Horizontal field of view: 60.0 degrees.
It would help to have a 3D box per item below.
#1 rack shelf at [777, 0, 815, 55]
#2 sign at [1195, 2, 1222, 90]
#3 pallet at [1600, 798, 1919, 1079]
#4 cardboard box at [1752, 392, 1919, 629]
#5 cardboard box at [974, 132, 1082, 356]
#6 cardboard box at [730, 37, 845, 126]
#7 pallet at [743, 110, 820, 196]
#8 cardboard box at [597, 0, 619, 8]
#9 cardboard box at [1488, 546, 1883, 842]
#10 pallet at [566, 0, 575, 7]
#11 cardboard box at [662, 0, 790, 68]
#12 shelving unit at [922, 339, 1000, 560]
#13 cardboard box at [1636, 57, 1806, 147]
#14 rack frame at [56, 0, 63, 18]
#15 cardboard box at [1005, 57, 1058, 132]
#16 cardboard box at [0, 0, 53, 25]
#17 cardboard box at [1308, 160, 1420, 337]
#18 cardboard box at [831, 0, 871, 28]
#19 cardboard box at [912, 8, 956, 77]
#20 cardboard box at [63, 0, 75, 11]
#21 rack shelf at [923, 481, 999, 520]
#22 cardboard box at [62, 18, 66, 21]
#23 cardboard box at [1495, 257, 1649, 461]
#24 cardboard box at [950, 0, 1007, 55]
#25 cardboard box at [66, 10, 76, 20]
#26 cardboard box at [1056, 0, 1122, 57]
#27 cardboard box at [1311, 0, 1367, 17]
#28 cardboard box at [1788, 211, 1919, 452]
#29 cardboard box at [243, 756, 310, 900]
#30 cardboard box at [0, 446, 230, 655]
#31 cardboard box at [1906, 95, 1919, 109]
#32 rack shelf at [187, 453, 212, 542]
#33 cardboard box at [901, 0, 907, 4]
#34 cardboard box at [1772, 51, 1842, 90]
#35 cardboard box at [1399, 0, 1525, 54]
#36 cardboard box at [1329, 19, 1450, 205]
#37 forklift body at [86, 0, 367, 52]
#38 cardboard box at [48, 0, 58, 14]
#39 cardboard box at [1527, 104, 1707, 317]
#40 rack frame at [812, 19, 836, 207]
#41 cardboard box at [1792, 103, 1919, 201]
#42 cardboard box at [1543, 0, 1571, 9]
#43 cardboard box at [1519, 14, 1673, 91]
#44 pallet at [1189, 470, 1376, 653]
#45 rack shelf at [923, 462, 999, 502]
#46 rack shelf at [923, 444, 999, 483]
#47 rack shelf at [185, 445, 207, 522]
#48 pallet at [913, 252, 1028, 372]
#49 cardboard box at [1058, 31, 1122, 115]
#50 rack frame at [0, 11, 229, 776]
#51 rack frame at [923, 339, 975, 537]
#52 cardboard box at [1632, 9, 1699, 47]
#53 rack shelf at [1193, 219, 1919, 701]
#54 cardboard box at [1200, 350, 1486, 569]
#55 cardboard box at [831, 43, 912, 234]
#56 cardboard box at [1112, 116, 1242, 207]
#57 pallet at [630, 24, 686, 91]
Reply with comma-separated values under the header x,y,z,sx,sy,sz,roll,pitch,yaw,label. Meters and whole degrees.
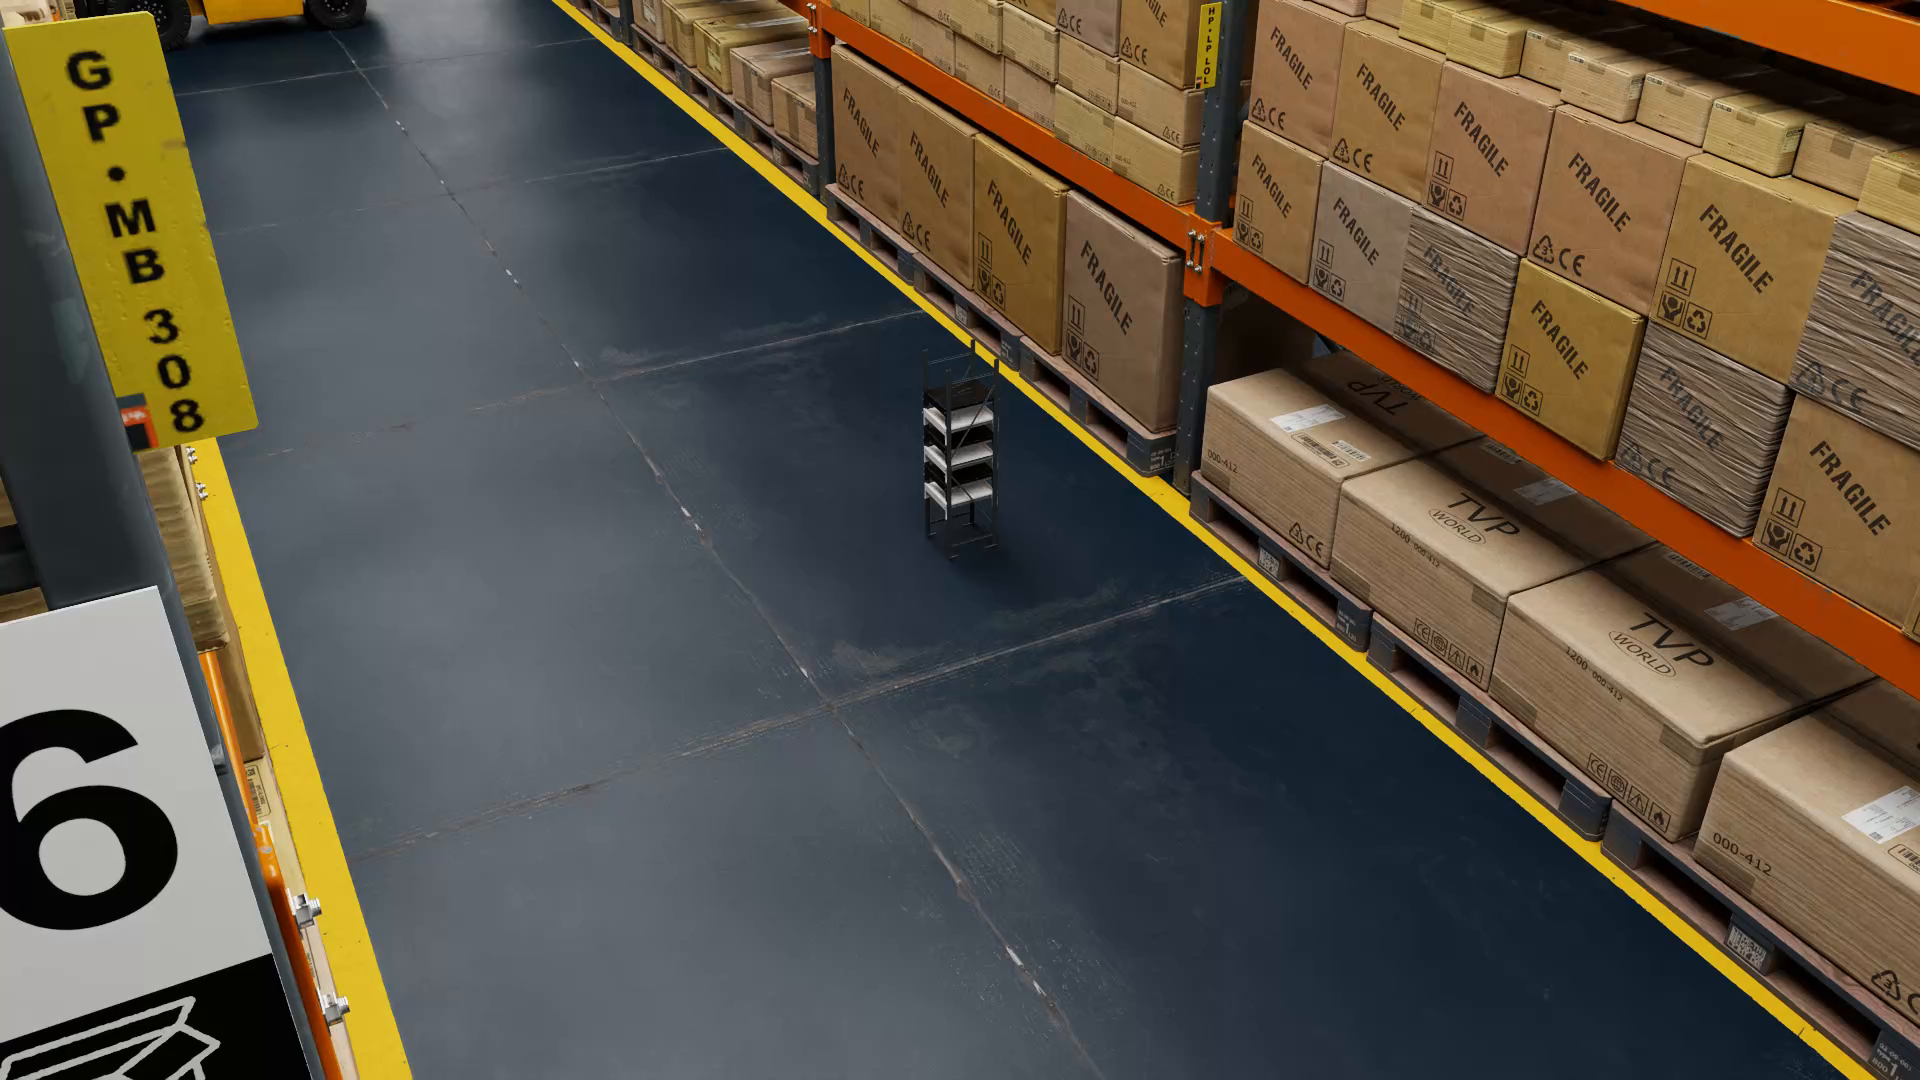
x,y,z,sx,sy,sz,roll,pitch,yaw,label
-1.354,-4.167,11.640,1.077,0.370,4.000,-16,36,-23,rack shelf
0.968,-1.919,6.466,0.100,0.325,0.005,-16,36,-23,sign
2.866,1.115,5.314,1.003,0.211,1.213,-16,36,-23,pallet
2.629,-0.147,4.605,0.500,0.500,0.500,-17,36,-24,cardboard box
0.656,-1.593,8.537,0.875,0.875,0.875,-15,36,-22,cardboard box
-1.027,-3.208,11.523,0.950,0.372,0.625,-17,36,-24,cardboard box
-0.785,-2.714,11.291,1.003,0.211,1.213,-16,36,-23,pallet
-2.800,-4.658,13.899,0.500,0.250,0.500,-14,35,-21,cardboard box
2.478,0.480,5.706,0.875,0.438,0.875,-15,36,-22,cardboard box
-3.204,-5.145,15.084,1.003,0.211,1.213,-16,36,-23,pallet
-1.702,-3.903,12.608,0.950,0.372,0.625,-14,35,-20,cardboard box
0.004,-0.375,7.001,0.258,0.900,0.210,-16,36,-23,shelving unit
2.215,-1.280,4.846,0.380,0.149,0.250,-15,35,-22,cardboard box
-4.811,-2.265,8.005,1.000,3.000,0.127,-16,36,-23,rack frame
0.556,-2.183,8.016,0.500,0.250,0.500,-17,36,-24,cardboard box
-1.286,-0.505,1.877,0.500,0.250,0.500,-16,36,-23,cardboard box
1.662,-1.118,6.121,0.500,0.500,0.500,-16,36,-23,cardboard box
-0.416,-3.155,9.534,0.500,0.250,0.500,-17,36,-24,cardboard box
0.079,-2.663,8.765,0.500,0.250,0.500,-15,35,-22,cardboard box
-6.624,-3.924,11.827,0.500,0.250,0.500,-16,36,-24,cardboard box
0.004,-0.195,7.116,0.258,0.077,0.200,-16,36,-23,rack shelf
-3.886,-1.753,6.720,0.797,0.503,0.637,-17,36,-24,cardboard box
2.128,-0.633,5.364,0.500,0.500,0.500,-15,35,-22,cardboard box
0.282,-2.625,8.243,0.500,0.250,0.500,-15,36,-22,cardboard box
-6.628,-3.712,11.960,0.500,0.250,0.500,-16,36,-23,cardboard box
0.765,-2.465,7.297,0.500,0.500,0.500,-15,36,-22,cardboard box
1.495,-2.008,5.984,0.380,0.149,0.250,-15,36,-22,cardboard box
2.603,-0.573,4.344,0.500,0.500,0.500,-16,36,-23,cardboard box
-1.529,0.725,3.201,0.500,0.250,0.500,-17,36,-24,cardboard box
-1.046,-0.053,1.635,0.500,0.250,0.500,-16,36,-24,cardboard box
2.875,-1.166,4.668,0.380,0.149,0.250,-16,36,-23,cardboard box
-2.013,0.901,3.730,1.077,0.370,4.000,-16,36,-23,rack shelf
-0.164,-3.112,9.002,0.500,0.250,0.500,-15,36,-22,cardboard box
2.702,-1.423,5.070,0.380,0.149,0.250,-17,36,-24,cardboard box
1.713,-1.763,5.600,0.380,0.149,0.250,-16,36,-23,cardboard box
1.681,-1.539,5.852,0.500,0.500,0.500,-16,36,-24,cardboard box
-6.043,-5.279,13.497,2.313,2.155,1.214,-16,36,-23,forklift body
-2.248,-1.269,3.532,0.500,0.250,0.500,-17,36,-25,cardboard box
2.143,-1.050,5.089,0.500,0.500,0.500,-16,36,-23,cardboard box
-0.422,-3.515,9.956,1.000,3.000,0.127,-16,36,-23,rack frame
2.489,-1.045,4.480,0.380,0.149,0.250,-16,36,-24,cardboard box
2.137,-1.885,5.791,0.380,0.149,0.250,-16,36,-23,cardboard box
2.001,-1.530,5.236,0.380,0.149,0.250,-16,36,-23,cardboard box
1.729,-0.050,7.132,1.003,0.211,1.213,-16,36,-23,pallet
0.004,-0.271,7.068,0.258,0.077,0.200,-16,36,-23,rack shelf
0.004,-0.347,7.019,0.258,0.077,0.200,-16,36,-23,rack shelf
-3.878,-1.008,6.709,1.077,0.370,4.000,-16,36,-23,rack shelf
0.444,-1.365,9.184,1.003,0.211,1.213,-16,36,-23,pallet
0.783,-2.140,7.485,0.500,0.250,0.500,-15,36,-22,cardboard box
-1.081,-0.973,0.427,1.000,3.000,0.127,-16,36,-23,rack frame
-0.044,-0.424,7.077,0.240,0.900,0.006,-16,36,-23,rack frame
2.409,-1.650,5.424,0.380,0.149,0.250,-17,36,-24,cardboard box
2.376,-0.349,5.681,1.077,0.370,4.000,-16,36,-23,rack shelf
1.641,-0.378,7.045,0.875,0.438,0.875,-16,36,-24,cardboard box
-0.173,-2.447,9.869,0.875,0.875,0.875,-16,36,-24,cardboard box
1.011,-1.694,7.252,0.500,0.250,0.500,-17,36,-24,cardboard box
-1.922,-3.879,13.109,1.003,0.211,1.213,-16,36,-23,pallet
